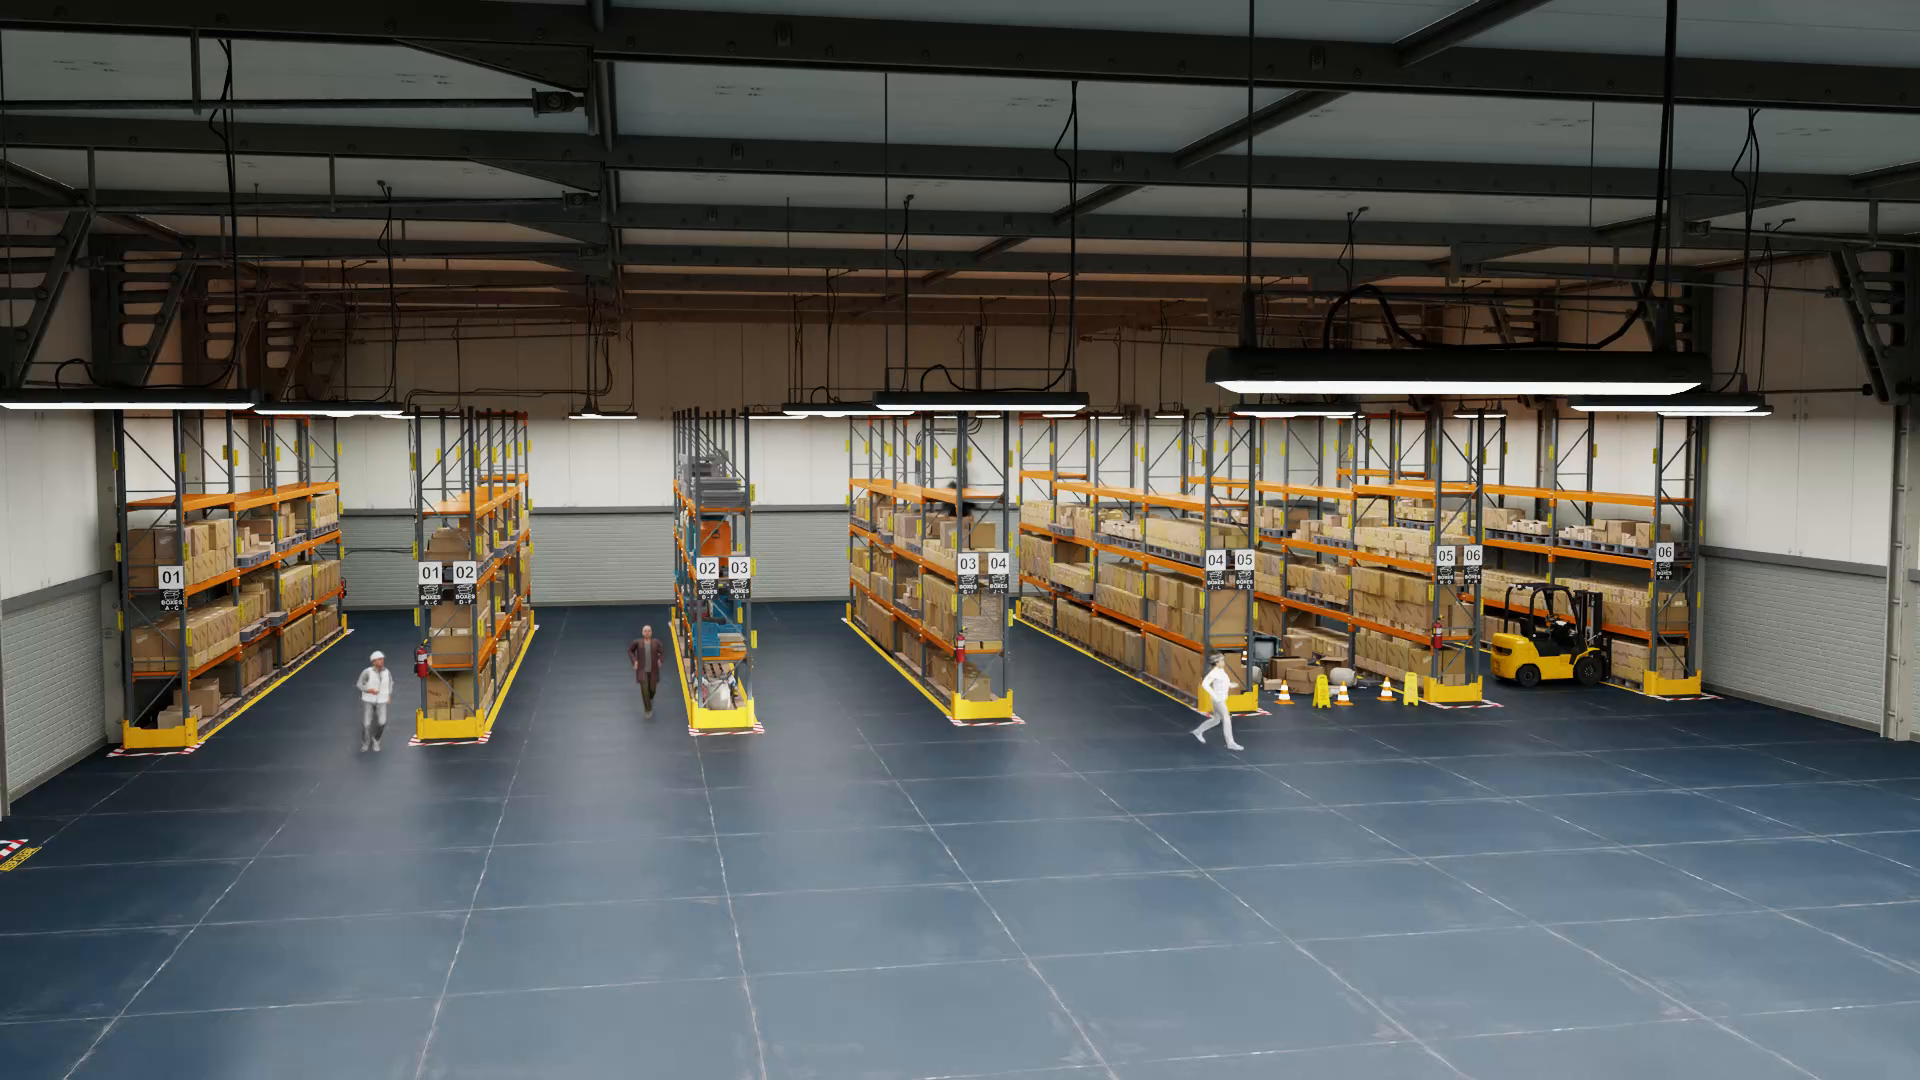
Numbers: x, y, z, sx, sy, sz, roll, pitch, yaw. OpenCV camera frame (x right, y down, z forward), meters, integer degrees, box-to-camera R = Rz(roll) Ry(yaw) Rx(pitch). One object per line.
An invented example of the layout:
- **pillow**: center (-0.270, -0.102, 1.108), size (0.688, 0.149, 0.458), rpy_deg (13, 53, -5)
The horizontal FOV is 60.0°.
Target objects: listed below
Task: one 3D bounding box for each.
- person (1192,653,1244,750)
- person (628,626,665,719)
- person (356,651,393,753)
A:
- **person**: center (4.512, 2.795, 29.012), size (0.919, 1.674, 0.614), rpy_deg (2, 4, 22)
- **person**: center (-6.119, 2.551, 32.455), size (0.695, 1.769, 0.900), rpy_deg (-1, 4, -16)
- **person**: center (-10.160, 2.819, 28.961), size (0.669, 1.751, 0.621), rpy_deg (-2, 5, -30)
